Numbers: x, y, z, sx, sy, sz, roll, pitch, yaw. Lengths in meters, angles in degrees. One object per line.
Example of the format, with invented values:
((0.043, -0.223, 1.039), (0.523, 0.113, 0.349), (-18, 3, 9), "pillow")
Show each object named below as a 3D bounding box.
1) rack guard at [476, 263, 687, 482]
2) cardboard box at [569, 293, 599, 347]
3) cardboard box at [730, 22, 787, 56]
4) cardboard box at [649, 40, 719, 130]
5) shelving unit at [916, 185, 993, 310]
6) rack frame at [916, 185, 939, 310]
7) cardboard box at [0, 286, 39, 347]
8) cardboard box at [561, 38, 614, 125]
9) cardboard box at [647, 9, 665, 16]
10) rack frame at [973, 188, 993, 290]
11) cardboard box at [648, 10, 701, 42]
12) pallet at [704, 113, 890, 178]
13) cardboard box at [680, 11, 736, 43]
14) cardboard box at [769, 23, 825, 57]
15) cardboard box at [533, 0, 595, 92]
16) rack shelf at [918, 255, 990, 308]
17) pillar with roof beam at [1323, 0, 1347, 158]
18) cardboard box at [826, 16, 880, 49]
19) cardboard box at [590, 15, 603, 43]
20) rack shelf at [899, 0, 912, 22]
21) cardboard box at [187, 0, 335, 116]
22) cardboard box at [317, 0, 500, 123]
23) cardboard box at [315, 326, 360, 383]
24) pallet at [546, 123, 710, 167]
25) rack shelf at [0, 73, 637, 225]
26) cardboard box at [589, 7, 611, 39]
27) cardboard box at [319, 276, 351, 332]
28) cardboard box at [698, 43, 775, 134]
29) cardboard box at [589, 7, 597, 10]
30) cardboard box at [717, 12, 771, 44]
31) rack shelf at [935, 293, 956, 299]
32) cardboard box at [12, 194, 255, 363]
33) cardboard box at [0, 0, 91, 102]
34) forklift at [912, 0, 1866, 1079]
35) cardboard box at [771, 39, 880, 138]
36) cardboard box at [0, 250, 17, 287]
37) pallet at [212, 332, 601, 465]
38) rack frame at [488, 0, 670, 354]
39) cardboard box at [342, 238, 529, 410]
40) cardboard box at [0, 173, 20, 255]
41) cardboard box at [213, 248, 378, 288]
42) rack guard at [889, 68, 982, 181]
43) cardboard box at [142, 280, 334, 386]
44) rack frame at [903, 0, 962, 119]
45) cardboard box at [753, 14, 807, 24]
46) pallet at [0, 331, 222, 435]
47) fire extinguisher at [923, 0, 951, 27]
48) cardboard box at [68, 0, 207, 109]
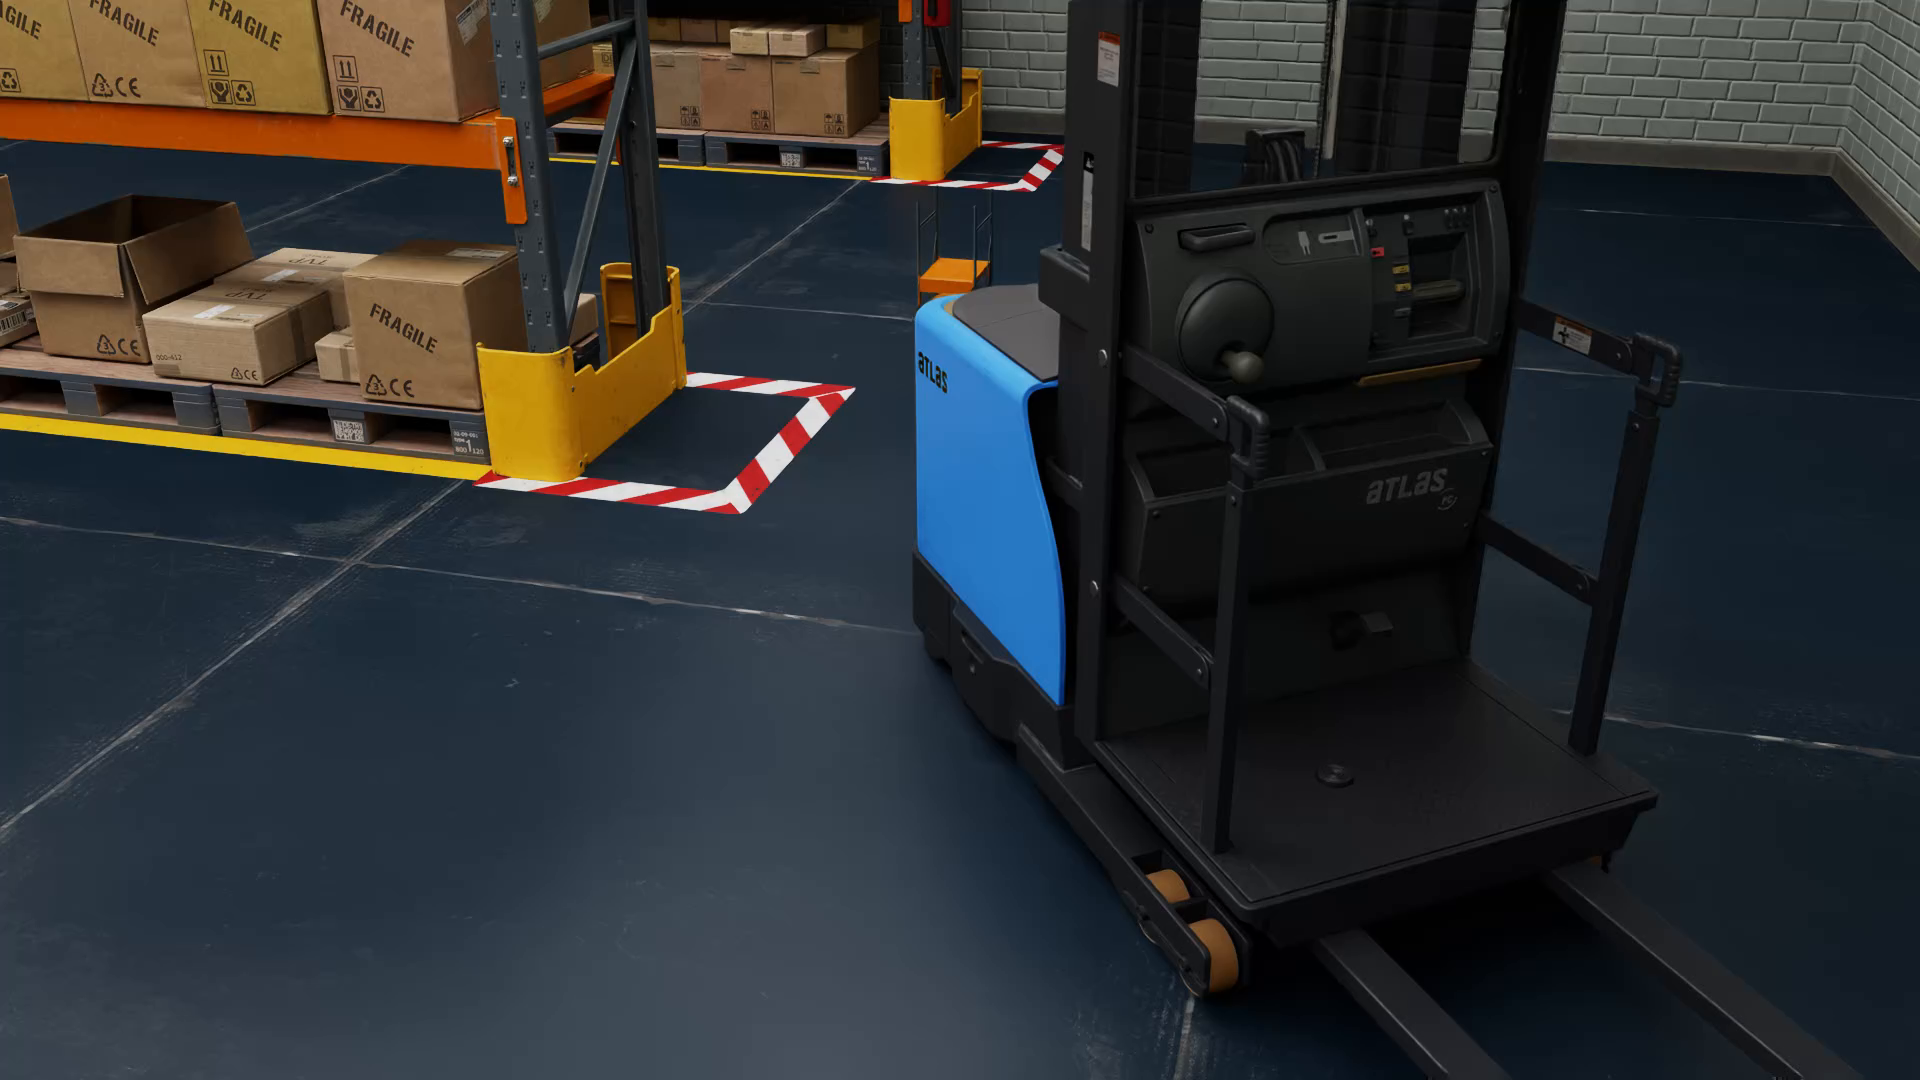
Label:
((-1.473, -0.696, 6.630), (0.348, 0.500, 1.175), (6, 26, 13), "rack guard")
((-1.720, -0.916, 6.989), (0.250, 0.149, 0.380), (6, 26, 13), "cardboard box")
((-1.290, -3.231, 10.712), (0.250, 0.149, 0.380), (7, 26, 14), "cardboard box")
((-1.844, -3.080, 11.150), (0.500, 0.500, 0.700), (5, 26, 11), "cardboard box")
((-0.014, -0.543, 5.495), (0.189, 1.200, 0.258), (6, 26, 13), "shelving unit")
((-0.103, -0.553, 5.516), (0.006, 1.200, 0.240), (6, 26, 13), "rack frame")
((-4.081, -0.941, 7.020), (0.250, 0.166, 0.380), (6, 26, 13), "cardboard box")
((-2.363, -3.134, 11.264), (0.500, 0.500, 0.700), (7, 26, 14), "cardboard box")
((-2.175, -3.498, 11.273), (0.250, 0.149, 0.380), (6, 26, 12), "cardboard box")
((0.075, -0.533, 5.475), (0.006, 1.200, 0.240), (6, 26, 13), "rack frame")
((-1.930, -3.471, 11.216), (0.250, 0.149, 0.380), (7, 26, 14), "cardboard box")
((-0.964, -2.673, 11.119), (1.213, 0.211, 1.003), (6, 26, 13), "pallet")
((-1.681, -3.444, 11.159), (0.250, 0.149, 0.380), (7, 26, 14), "cardboard box")
((-1.042, -3.204, 10.655), (0.250, 0.149, 0.380), (6, 26, 12), "cardboard box")
((-1.764, -2.019, 6.384), (0.500, 0.500, 0.500), (7, 26, 14), "cardboard box")
((-0.014, -0.828, 5.360), (0.180, 0.103, 0.258), (6, 26, 13), "rack shelf")
((1.589, -4.867, 5.503), (0.400, 9.000, 9.100), (6, 26, 13), "pillar with roof beam")
((-0.702, -3.336, 10.933), (0.250, 0.149, 0.380), (6, 26, 13), "cardboard box")
((-2.553, -3.370, 11.004), (0.250, 0.149, 0.380), (6, 26, 12), "cardboard box")
((-2.107, -3.768, 11.013), (4.000, 0.370, 1.077), (6, 26, 13), "rack shelf")
((-2.405, -1.850, 6.030), (0.500, 0.500, 0.500), (7, 26, 13), "cardboard box")
((-1.901, -1.796, 5.917), (0.500, 0.500, 0.500), (7, 26, 15), "cardboard box")
((-2.358, -0.772, 6.667), (0.250, 0.166, 0.380), (6, 26, 13), "cardboard box")
((-2.141, -2.804, 11.395), (1.213, 0.211, 1.003), (6, 26, 13), "pallet")
((-3.337, -1.706, 6.680), (4.000, 0.370, 1.077), (6, 26, 13), "rack shelf")
((-2.425, -3.526, 11.331), (0.250, 0.149, 0.380), (7, 26, 14), "cardboard box")
((-2.340, -1.003, 7.055), (0.500, 0.250, 0.500), (6, 26, 13), "cardboard box")
((-1.357, -3.027, 11.038), (0.500, 0.500, 0.700), (6, 26, 13), "cardboard box")
((-2.670, -3.553, 11.388), (0.250, 0.149, 0.380), (5, 26, 11), "cardboard box")
((-1.435, -3.417, 11.102), (0.250, 0.149, 0.380), (7, 26, 13), "cardboard box")
((-0.014, -0.720, 5.411), (0.180, 0.103, 0.258), (6, 26, 13), "rack shelf")
((-3.453, -1.117, 6.999), (0.637, 0.503, 0.797), (6, 26, 13), "cardboard box")
((-3.374, -1.960, 6.261), (0.500, 0.500, 0.500), (6, 26, 12), "cardboard box")
((0.892, -0.532, 3.457), (1.130, 2.935, 3.031), (-10, 27, -20), "forklift")
((-0.873, -2.973, 10.925), (0.500, 0.500, 0.700), (6, 26, 13), "cardboard box")
((-3.925, -1.206, 7.410), (0.500, 0.311, 0.500), (6, 26, 13), "cardboard box")
((-2.246, -0.650, 6.871), (1.213, 0.211, 1.003), (6, 26, 13), "pallet")
((-1.400, -1.816, 6.076), (0.127, 3.000, 1.000), (6, 26, 13), "rack frame")
((-1.988, -0.842, 6.425), (0.500, 0.500, 0.500), (6, 26, 13), "cardboard box")
((-4.651, -1.372, 7.538), (0.500, 0.500, 0.500), (6, 26, 13), "cardboard box")
((-2.824, -1.057, 7.167), (0.500, 0.250, 0.500), (6, 26, 13), "cardboard box")
((-0.146, -2.748, 10.940), (0.348, 0.500, 1.175), (6, 26, 13), "rack guard")
((-2.900, -0.843, 6.719), (0.500, 0.250, 0.500), (6, 26, 13), "cardboard box")
((-0.170, -3.879, 10.408), (0.127, 3.000, 1.000), (6, 26, 13), "rack frame")
((-1.192, -3.390, 11.046), (0.250, 0.149, 0.380), (6, 26, 13), "cardboard box")
((-3.424, -0.782, 7.147), (1.213, 0.211, 1.003), (6, 26, 13), "pallet")
((-0.139, -3.467, 10.068), (0.183, 0.674, 0.296), (6, 26, 13), "fire extinguisher")
((-2.886, -1.906, 6.147), (0.500, 0.500, 0.500), (7, 26, 13), "cardboard box")
